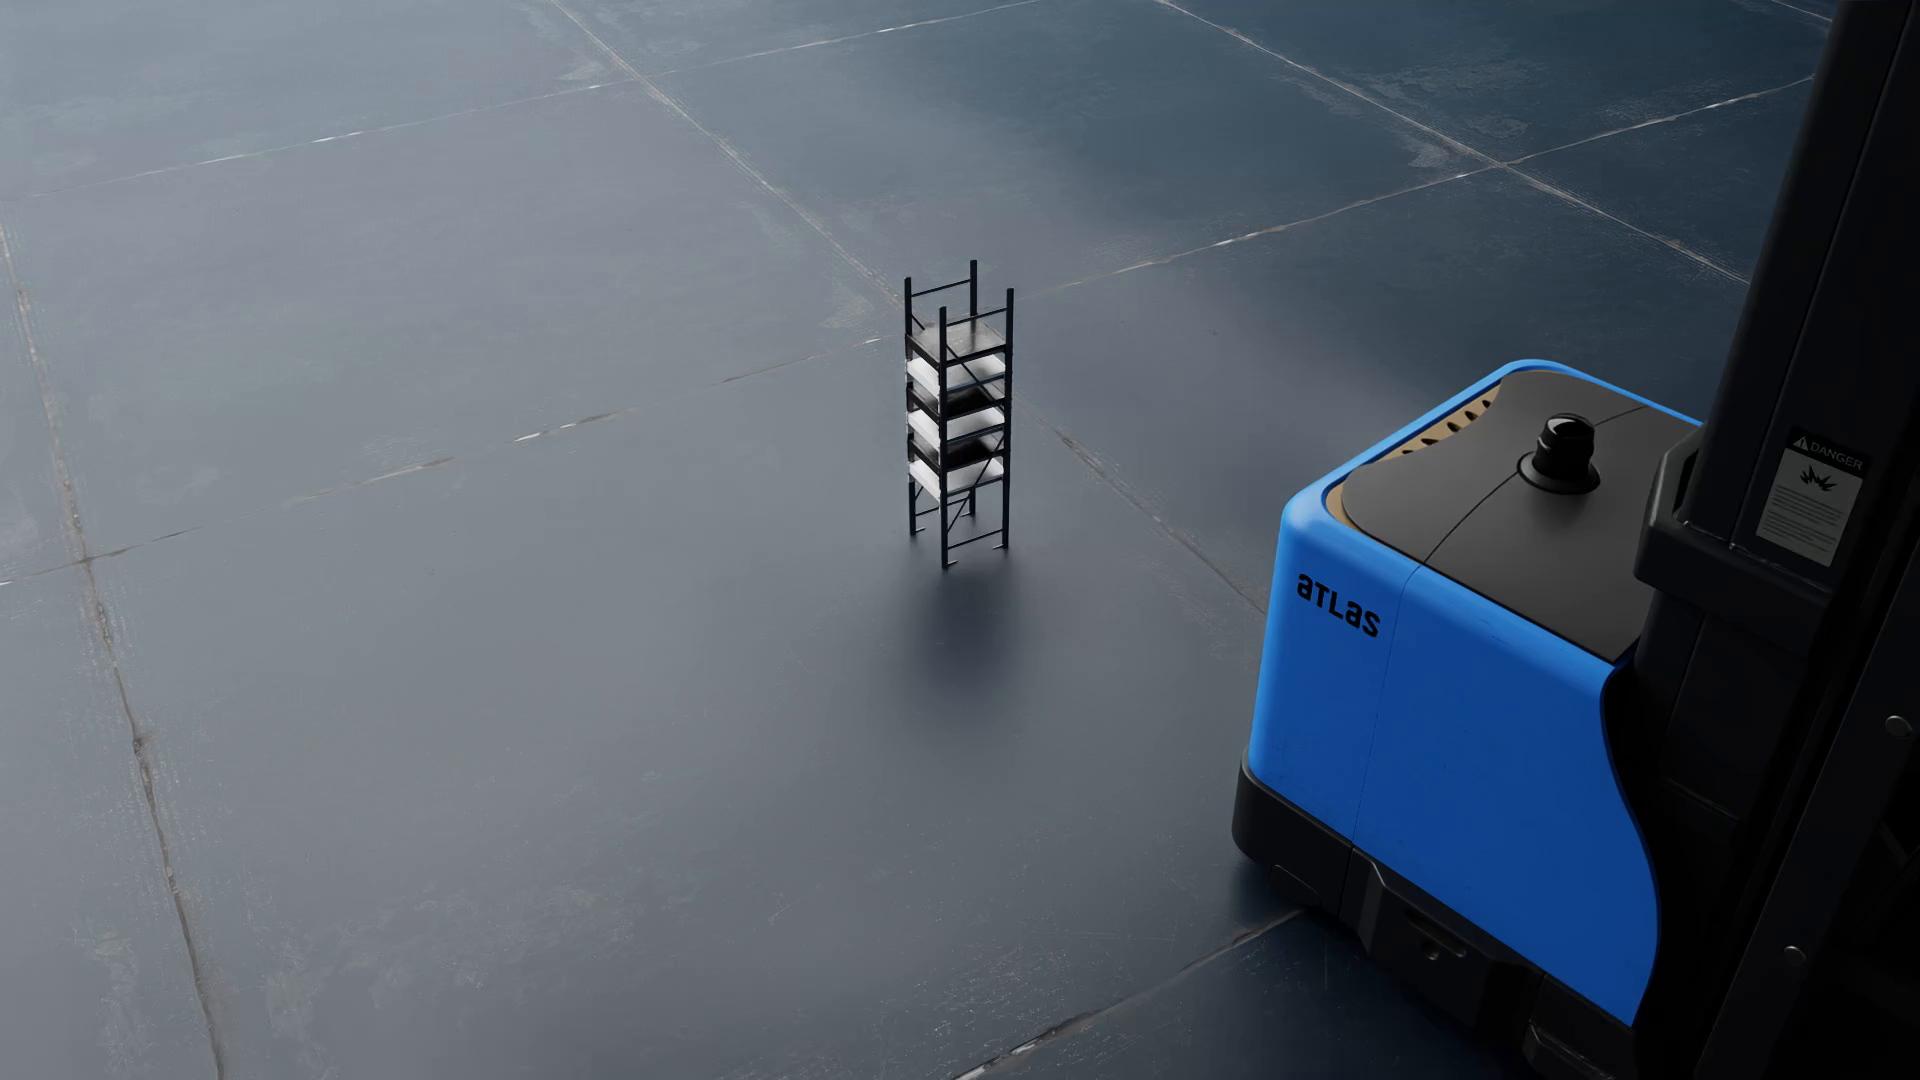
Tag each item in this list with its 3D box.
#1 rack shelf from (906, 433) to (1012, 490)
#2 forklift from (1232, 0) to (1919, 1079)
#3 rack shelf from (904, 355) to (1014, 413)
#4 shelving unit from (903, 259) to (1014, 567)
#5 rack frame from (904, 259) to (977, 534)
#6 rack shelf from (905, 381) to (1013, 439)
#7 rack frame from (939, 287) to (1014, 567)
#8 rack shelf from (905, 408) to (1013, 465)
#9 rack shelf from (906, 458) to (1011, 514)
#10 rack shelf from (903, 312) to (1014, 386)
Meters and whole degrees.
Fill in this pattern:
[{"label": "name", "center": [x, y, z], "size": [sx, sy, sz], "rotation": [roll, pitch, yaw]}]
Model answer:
[{"label": "rack shelf", "center": [-0.004, -0.268, 5.063], "size": [0.258, 0.077, 0.200], "rotation": [-19, 40, -24]}, {"label": "forklift", "center": [2.043, 0.049, 2.698], "size": [1.130, 2.935, 3.031], "rotation": [-29, 45, -33]}, {"label": "rack shelf", "center": [-0.004, -0.486, 4.904], "size": [0.258, 0.077, 0.200], "rotation": [-19, 40, -24]}, {"label": "shelving unit", "center": [-0.004, -0.368, 4.990], "size": [0.258, 0.900, 0.210], "rotation": [-19, 40, -24]}, {"label": "rack frame", "center": [-0.055, -0.419, 5.061], "size": [0.240, 0.900, 0.006], "rotation": [-19, 40, -24]}, {"label": "rack shelf", "center": [-0.004, -0.413, 4.957], "size": [0.258, 0.077, 0.200], "rotation": [-19, 40, -24]}, {"label": "rack frame", "center": [0.047, -0.316, 4.919], "size": [0.240, 0.900, 0.006], "rotation": [-19, 40, -24]}, {"label": "rack shelf", "center": [-0.004, -0.341, 5.010], "size": [0.258, 0.077, 0.200], "rotation": [-19, 40, -24]}, {"label": "rack shelf", "center": [-0.004, -0.195, 5.116], "size": [0.258, 0.077, 0.200], "rotation": [-19, 40, -24]}, {"label": "rack shelf", "center": [-0.004, -0.559, 4.851], "size": [0.258, 0.077, 0.200], "rotation": [-19, 40, -24]}]
